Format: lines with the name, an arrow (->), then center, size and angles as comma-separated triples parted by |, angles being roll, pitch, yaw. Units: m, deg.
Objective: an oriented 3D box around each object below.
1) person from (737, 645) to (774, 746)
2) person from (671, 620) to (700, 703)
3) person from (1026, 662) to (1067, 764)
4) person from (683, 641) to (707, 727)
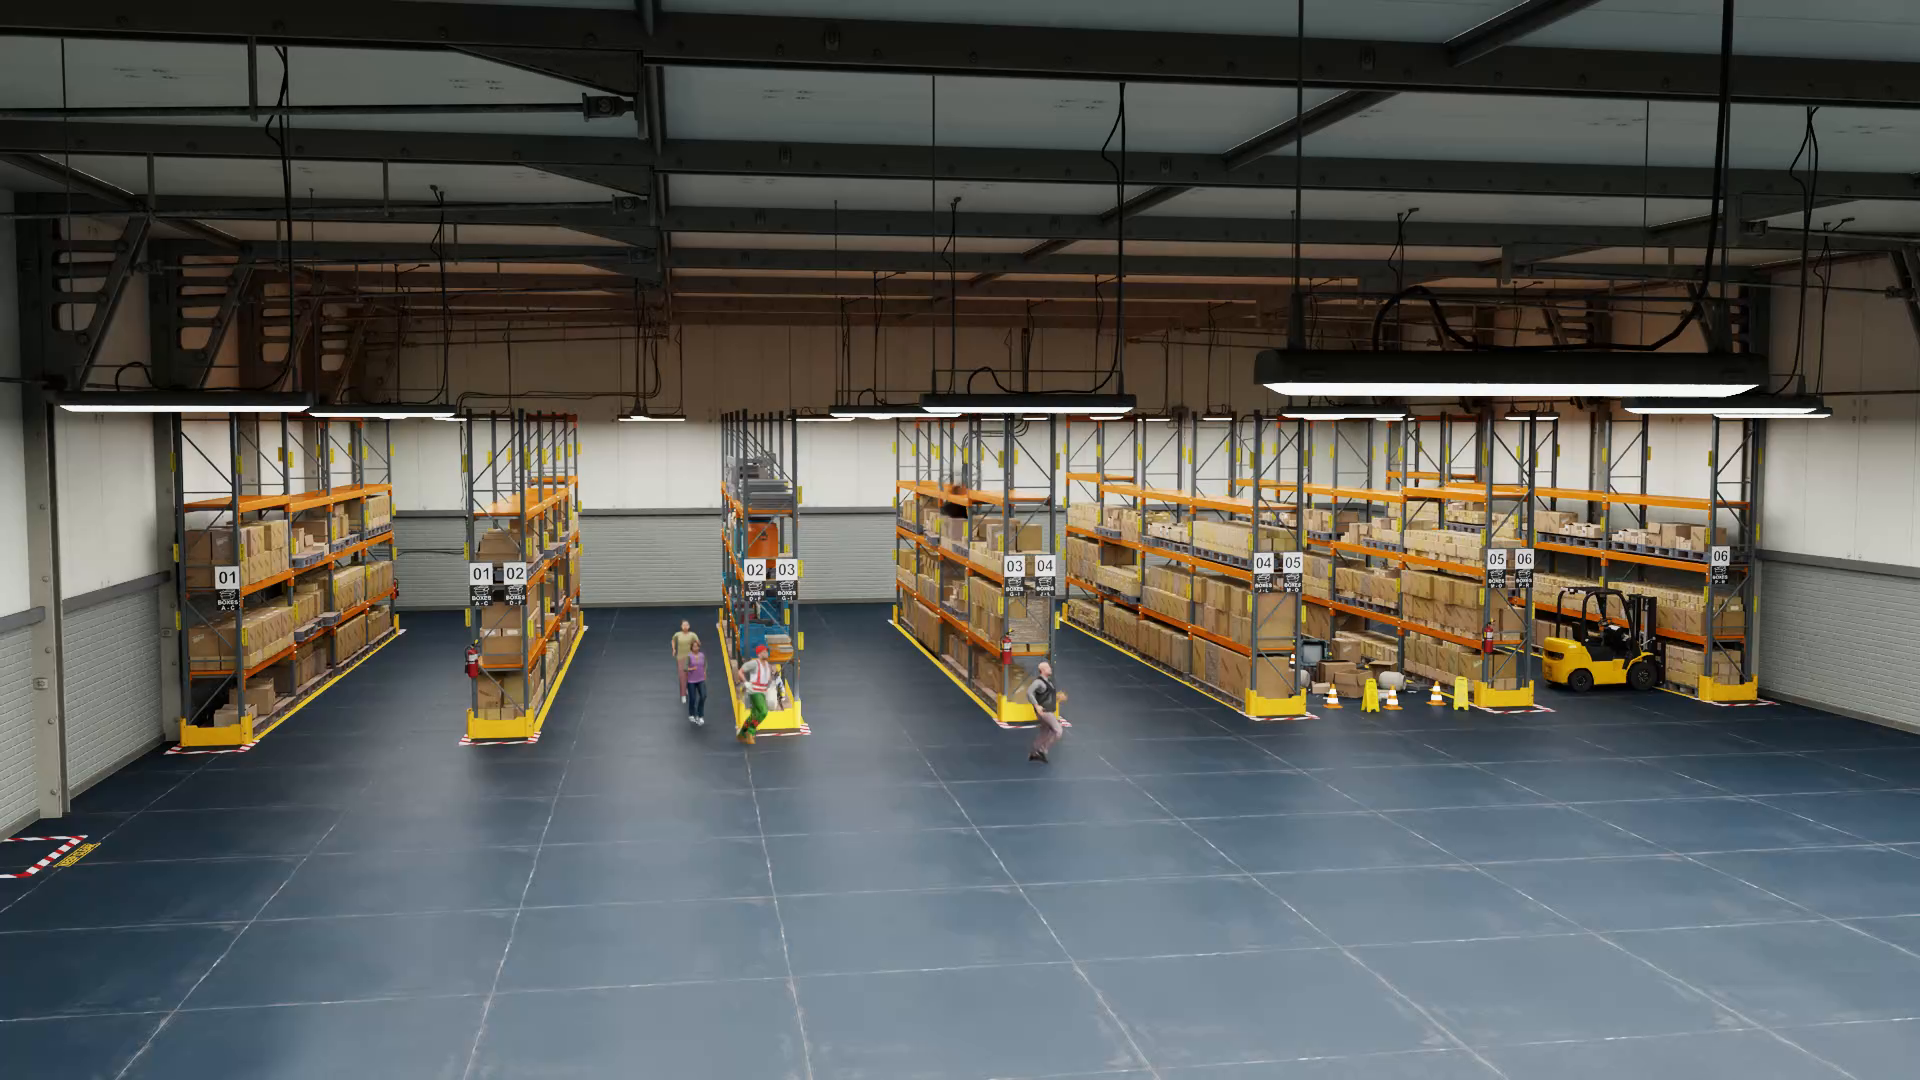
person -> -3.626, 2.762, 29.826 | 0.661, 1.760, 0.681 | 2, 4, 25
person -> -5.660, 2.467, 34.338 | 0.573, 1.659, 0.964 | -1, 4, -11
person -> 1.462, 2.912, 27.984 | 0.678, 1.700, 0.630 | 1, 4, 16
person -> -5.005, 2.735, 31.572 | 0.513, 1.610, 0.657 | -2, 4, -22
